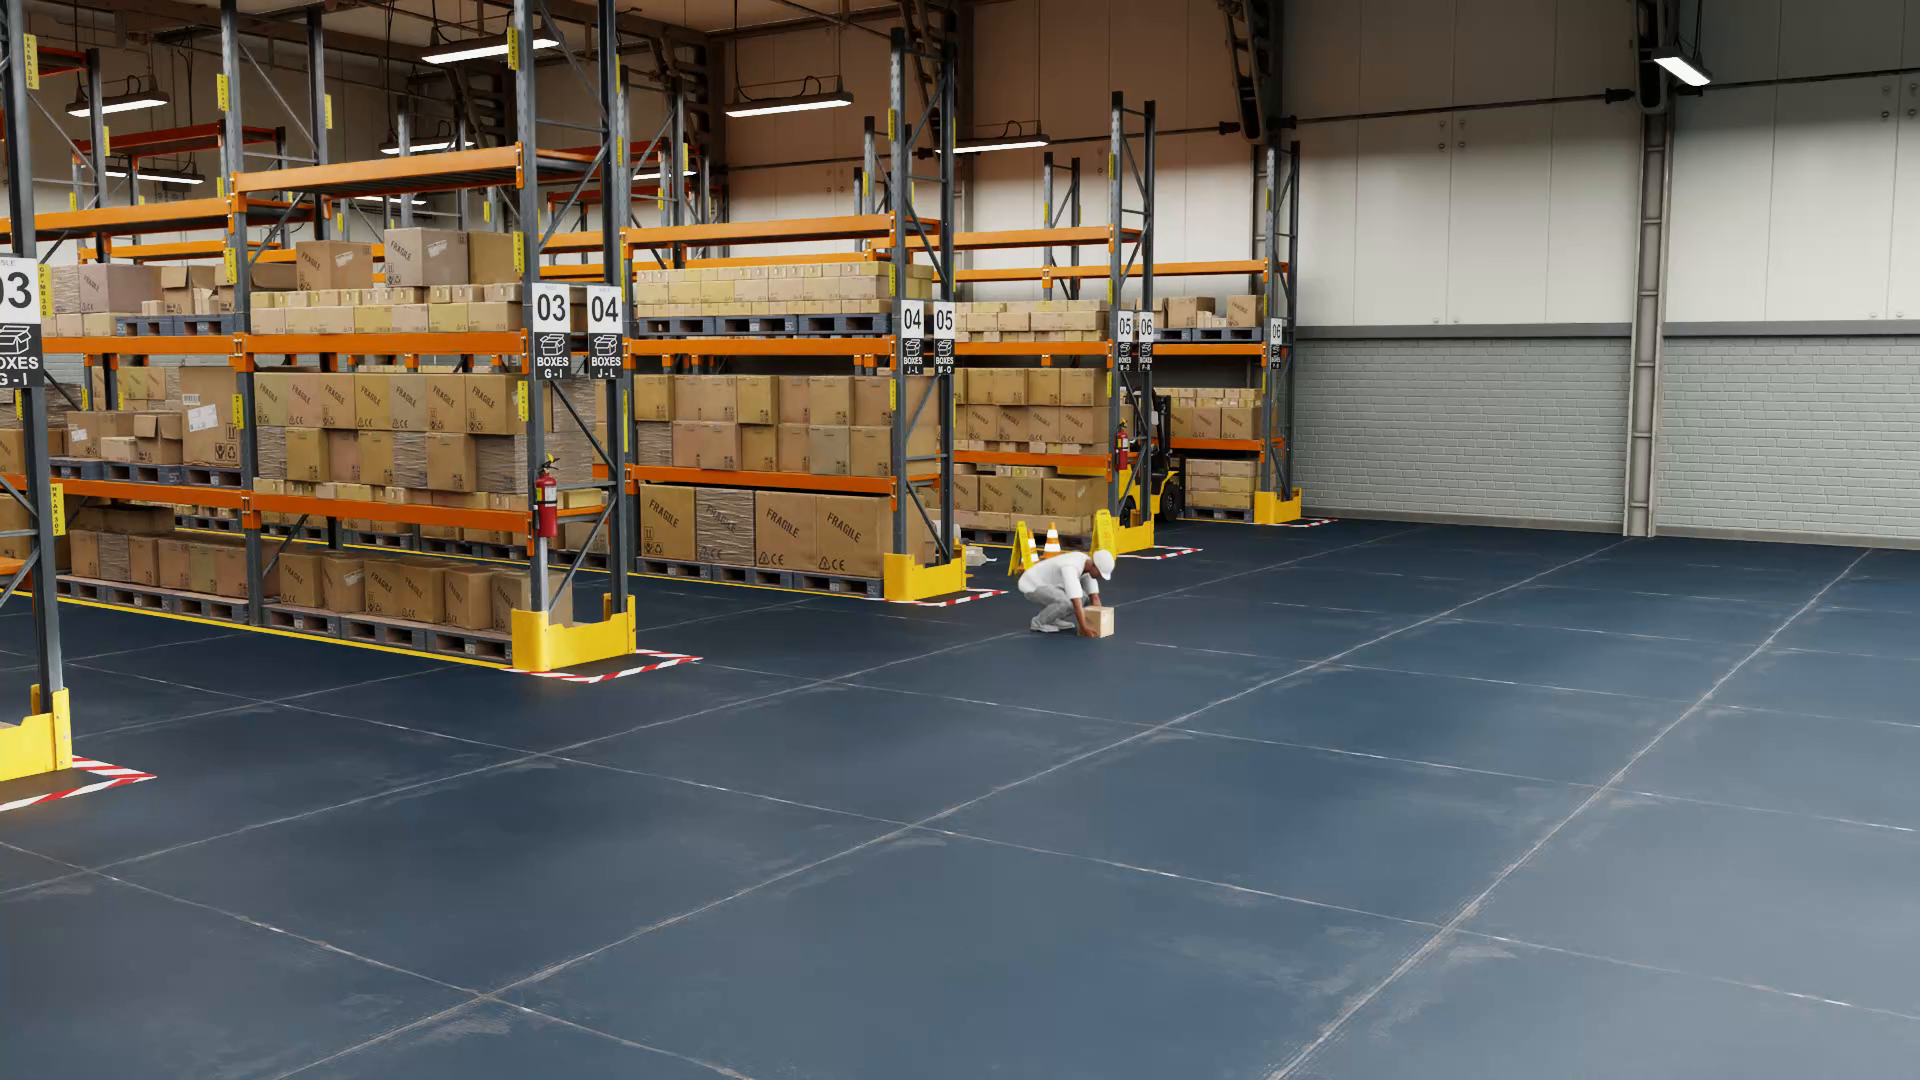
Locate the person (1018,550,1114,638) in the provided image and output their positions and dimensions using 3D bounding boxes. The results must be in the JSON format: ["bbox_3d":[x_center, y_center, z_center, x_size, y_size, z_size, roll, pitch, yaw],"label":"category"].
[{"bbox_3d":[1.034,0.518,15.798,0.922,0.890,0.541,4,7,33],"label":"person"}]
